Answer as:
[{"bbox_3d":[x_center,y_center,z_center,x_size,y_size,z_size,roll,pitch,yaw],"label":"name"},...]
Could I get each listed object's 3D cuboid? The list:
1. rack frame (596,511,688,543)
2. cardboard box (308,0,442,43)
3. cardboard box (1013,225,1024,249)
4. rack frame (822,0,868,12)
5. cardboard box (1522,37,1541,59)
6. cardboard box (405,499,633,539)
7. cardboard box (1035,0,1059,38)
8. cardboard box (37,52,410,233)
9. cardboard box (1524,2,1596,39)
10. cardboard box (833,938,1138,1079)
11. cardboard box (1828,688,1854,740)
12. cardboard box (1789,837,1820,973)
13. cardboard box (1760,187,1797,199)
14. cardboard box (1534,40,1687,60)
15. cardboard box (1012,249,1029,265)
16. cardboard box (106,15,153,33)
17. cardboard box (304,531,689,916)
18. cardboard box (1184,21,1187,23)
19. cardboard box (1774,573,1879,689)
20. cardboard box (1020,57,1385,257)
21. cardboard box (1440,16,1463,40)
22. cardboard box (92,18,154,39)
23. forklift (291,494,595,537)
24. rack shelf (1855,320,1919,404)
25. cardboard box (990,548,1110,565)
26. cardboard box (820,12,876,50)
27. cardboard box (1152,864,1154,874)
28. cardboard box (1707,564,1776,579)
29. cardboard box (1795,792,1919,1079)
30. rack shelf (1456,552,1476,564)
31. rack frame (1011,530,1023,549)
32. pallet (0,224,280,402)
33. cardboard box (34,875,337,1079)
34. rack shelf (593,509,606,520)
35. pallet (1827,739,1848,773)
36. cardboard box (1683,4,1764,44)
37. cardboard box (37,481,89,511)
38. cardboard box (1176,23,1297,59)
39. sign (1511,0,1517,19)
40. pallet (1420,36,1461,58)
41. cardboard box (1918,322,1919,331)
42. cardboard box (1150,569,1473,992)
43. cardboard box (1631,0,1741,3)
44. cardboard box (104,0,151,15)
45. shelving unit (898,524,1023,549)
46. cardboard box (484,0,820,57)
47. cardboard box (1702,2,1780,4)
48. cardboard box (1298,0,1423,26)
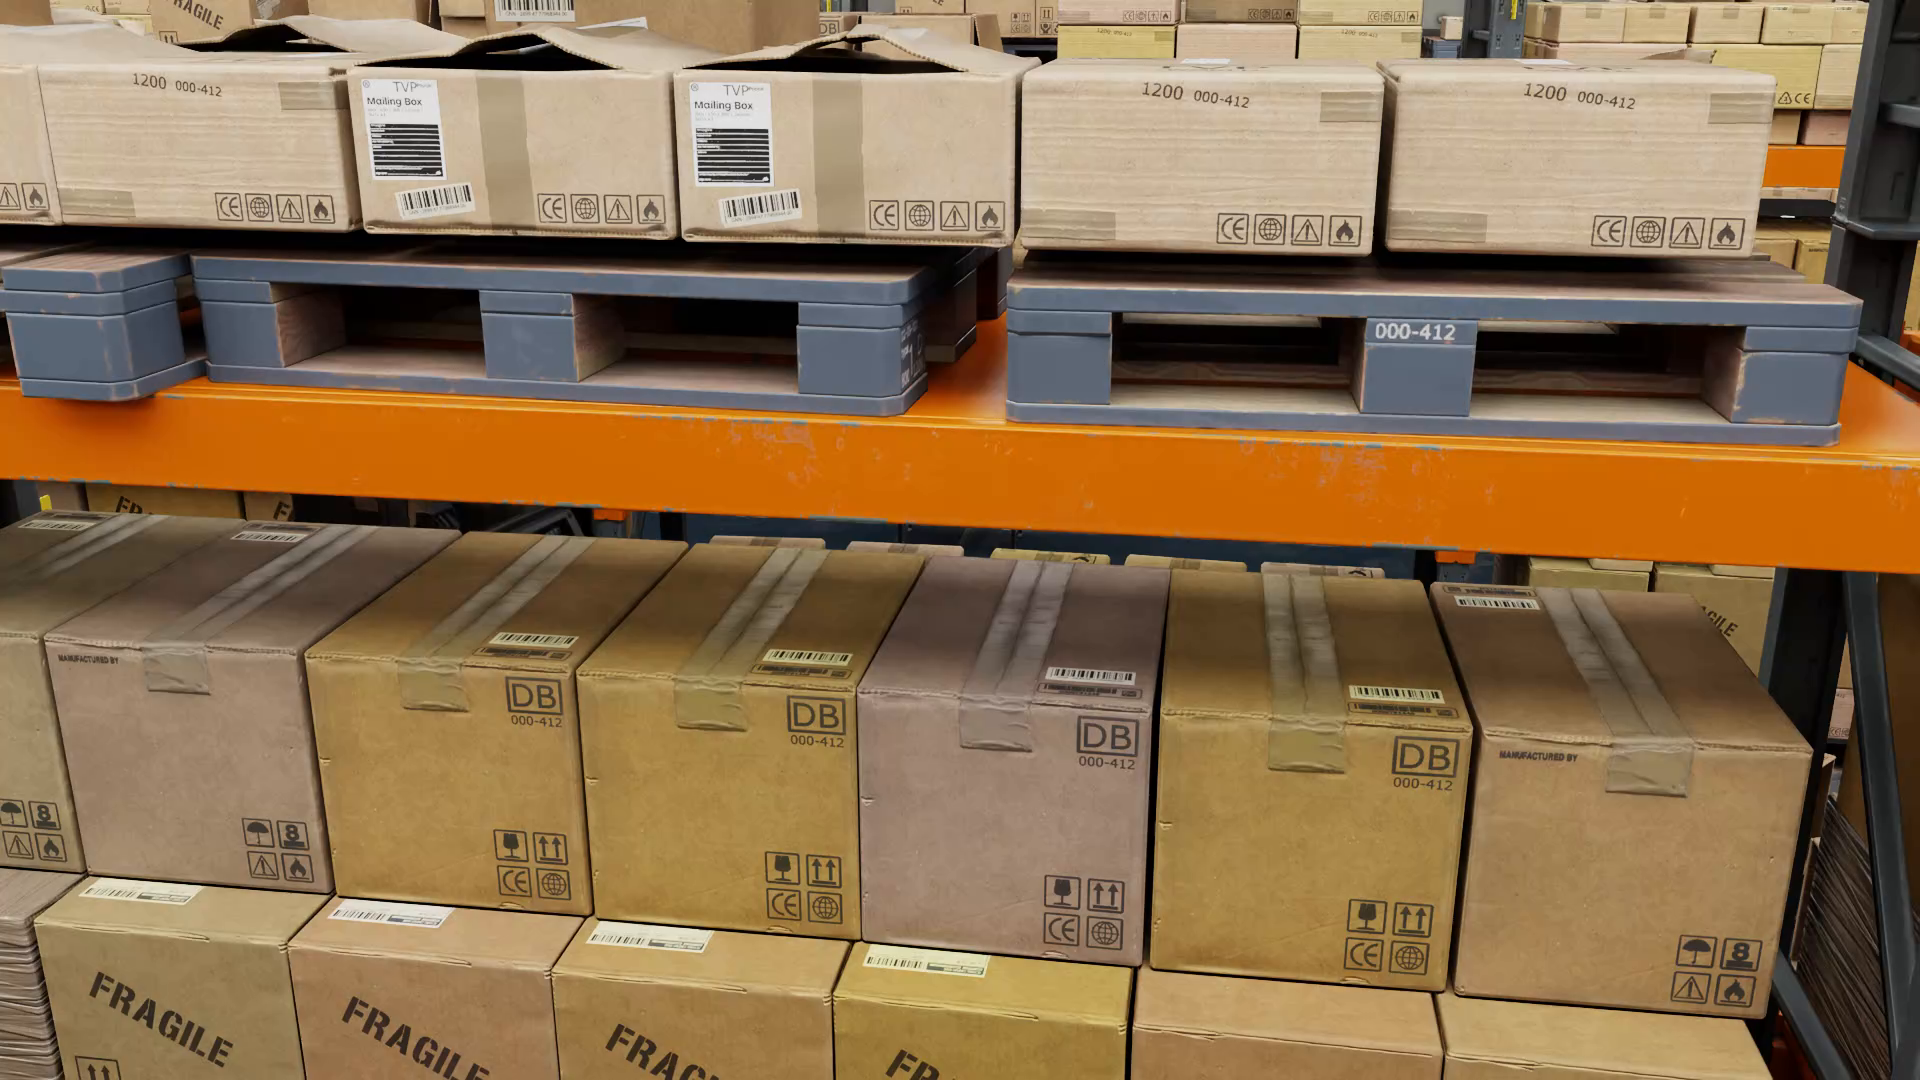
[{"bbox_3d":[-1.638,-0.773,8.387,0.127,3.000,1.000,3,19,9],"label":"rack frame"},{"bbox_3d":[-2.646,-2.433,7.800,0.500,0.500,0.700,2,19,6],"label":"cardboard box"},{"bbox_3d":[0.553,-2.338,12.513,0.500,0.250,0.500,2,19,7],"label":"cardboard box"},{"bbox_3d":[-0.854,-5.174,12.084,0.127,3.000,1.000,3,19,9],"label":"rack frame"},{"bbox_3d":[2.792,-2.127,7.472,0.500,0.250,0.500,3,19,8],"label":"cardboard box"},{"bbox_3d":[-2.307,-0.026,8.840,0.875,0.875,0.875,3,19,8],"label":"cardboard box"},{"bbox_3d":[0.827,-3.881,11.971,0.500,0.500,0.500,3,19,10],"label":"cardboard box"},{"bbox_3d":[-1.149,-0.685,2.813,0.500,0.250,0.500,3,19,10],"label":"cardboard box"},{"bbox_3d":[2.659,-2.306,7.380,0.250,0.149,0.380,3,19,10],"label":"cardboard box"},{"bbox_3d":[0.070,0.943,3.100,0.500,0.500,0.500,3,19,9],"label":"cardboard box"},{"bbox_3d":[3.904,0.696,7.667,0.500,0.250,0.500,3,19,8],"label":"cardboard box"},{"bbox_3d":[3.200,1.409,5.585,0.503,0.637,0.797,3,19,9],"label":"cardboard box"},{"bbox_3d":[5.637,-2.396,11.587,0.250,0.149,0.380,3,19,10],"label":"cardboard box"},{"bbox_3d":[2.702,-1.957,6.964,0.500,0.250,0.500,3,19,7],"label":"cardboard box"},{"bbox_3d":[0.404,-1.150,8.224,0.500,0.500,0.500,2,19,6],"label":"cardboard box"},{"bbox_3d":[-6.339,-4.021,13.132,0.500,0.250,0.500,3,19,10],"label":"cardboard box"},{"bbox_3d":[-0.875,0.337,3.336,0.500,0.500,0.700,3,19,8],"label":"cardboard box"},{"bbox_3d":[1.297,-2.303,7.806,0.500,0.250,0.500,3,19,8],"label":"cardboard box"},{"bbox_3d":[3.893,0.341,7.546,0.500,0.500,0.500,4,19,12],"label":"cardboard box"},{"bbox_3d":[0.372,-0.607,2.581,0.500,0.250,0.500,3,19,8],"label":"cardboard box"},{"bbox_3d":[3.490,-3.560,11.564,0.250,0.149,0.380,3,19,10],"label":"cardboard box"},{"bbox_3d":[-3.839,-2.331,7.865,0.258,0.266,0.396,4,19,13],"label":"cardboard box"},{"bbox_3d":[-1.398,0.166,5.688,3.031,2.935,1.130,8,20,22],"label":"forklift"},{"bbox_3d":[3.601,0.003,2.473,4.000,0.370,1.077,3,19,9],"label":"rack shelf"},{"bbox_3d":[0.396,0.380,8.421,0.625,0.372,0.950,4,19,10],"label":"cardboard box"},{"bbox_3d":[-0.704,-2.193,7.744,0.500,0.500,0.700,3,19,9],"label":"cardboard box"},{"bbox_3d":[0.651,0.800,3.526,0.500,0.500,0.500,3,19,9],"label":"cardboard box"},{"bbox_3d":[3.473,0.034,7.441,0.250,0.149,0.380,4,19,11],"label":"cardboard box"},{"bbox_3d":[1.992,0.927,3.068,0.550,0.550,0.875,3,19,9],"label":"cardboard box"},{"bbox_3d":[4.286,-0.130,7.599,4.000,0.370,1.077,3,19,9],"label":"rack shelf"},{"bbox_3d":[0.368,-0.692,10.509,0.023,1.500,0.400,3,19,9],"label":"rack frame"},{"bbox_3d":[-1.679,-0.535,3.244,1.003,0.211,1.213,4,19,11],"label":"pallet"},{"bbox_3d":[-1.421,0.867,3.327,0.500,0.500,0.500,3,19,8],"label":"cardboard box"},{"bbox_3d":[-3.613,-0.533,8.802,4.000,0.370,1.077,3,19,9],"label":"rack shelf"},{"bbox_3d":[4.188,0.834,7.979,1.213,0.211,1.003,3,19,9],"label":"pallet"},{"bbox_3d":[3.091,-2.115,6.810,0.250,0.149,0.380,2,19,7],"label":"cardboard box"},{"bbox_3d":[-4.963,-0.160,9.241,0.875,0.875,0.875,4,19,10],"label":"cardboard box"},{"bbox_3d":[1.213,-2.134,7.300,0.500,0.250,0.500,3,19,9],"label":"cardboard box"},{"bbox_3d":[2.227,-2.253,6.645,0.005,0.325,0.100,3,19,9],"label":"sign"},{"bbox_3d":[3.941,-3.473,11.868,1.213,0.211,1.003,3,19,9],"label":"pallet"},{"bbox_3d":[4.233,-1.081,7.103,0.500,0.500,0.700,3,19,8],"label":"cardboard box"},{"bbox_3d":[0.627,0.414,3.106,0.500,0.500,0.700,3,19,8],"label":"cardboard box"},{"bbox_3d":[5.002,-3.714,11.467,0.637,0.503,0.797,4,19,10],"label":"cardboard box"},{"bbox_3d":[-6.342,-4.260,13.061,0.500,0.250,0.500,3,19,10],"label":"cardboard box"},{"bbox_3d":[0.007,-0.711,10.564,0.755,1.500,0.431,3,19,9],"label":"shelving unit"},{"bbox_3d":[-0.563,-0.934,3.164,0.500,0.500,0.500,3,19,9],"label":"cardboard box"},{"bbox_3d":[3.447,-2.304,7.374,0.250,0.149,0.380,3,19,10],"label":"cardboard box"},{"bbox_3d":[1.719,-2.349,7.156,0.500,0.250,0.500,3,19,10],"label":"cardboard box"}]
